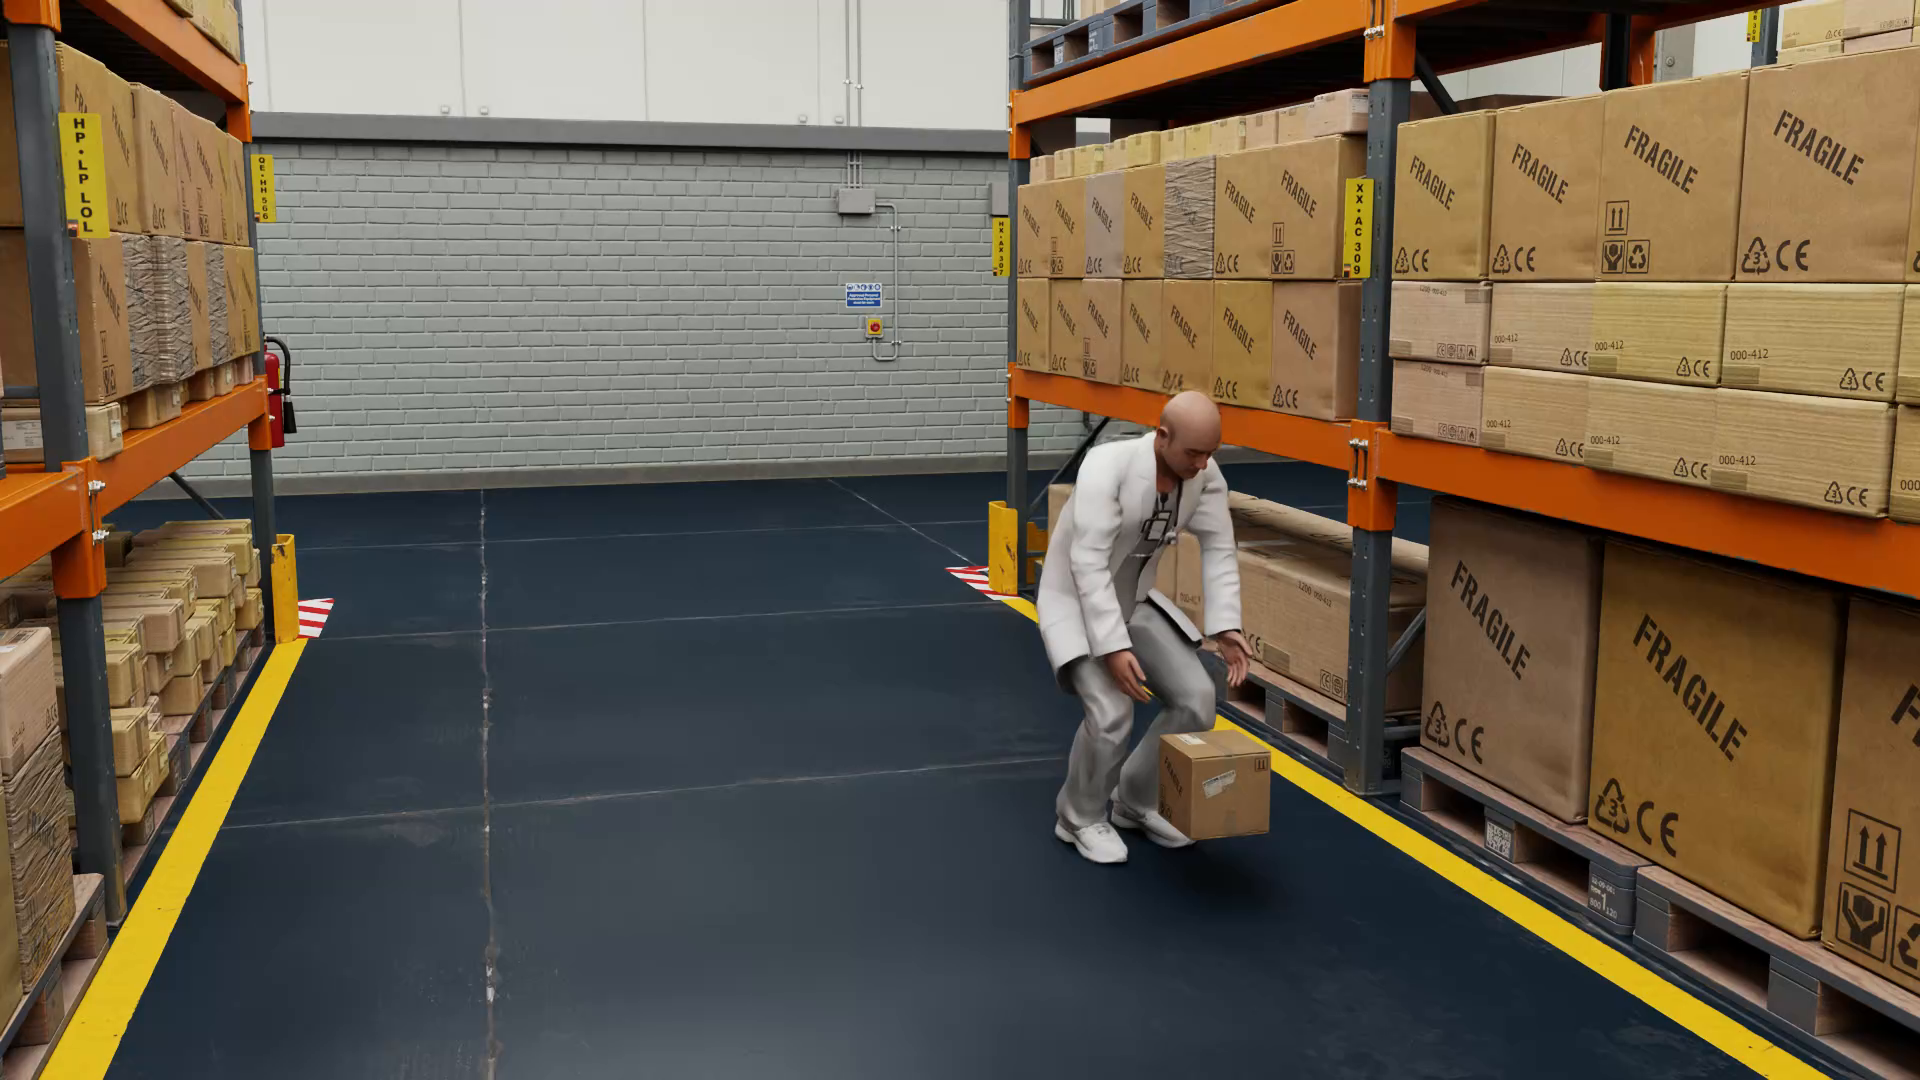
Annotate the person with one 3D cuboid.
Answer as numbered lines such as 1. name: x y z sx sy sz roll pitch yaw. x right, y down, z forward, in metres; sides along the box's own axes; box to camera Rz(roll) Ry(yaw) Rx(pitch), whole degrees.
1. person: 0.564 0.253 5.284 0.621 1.483 0.680 -5 10 -29
